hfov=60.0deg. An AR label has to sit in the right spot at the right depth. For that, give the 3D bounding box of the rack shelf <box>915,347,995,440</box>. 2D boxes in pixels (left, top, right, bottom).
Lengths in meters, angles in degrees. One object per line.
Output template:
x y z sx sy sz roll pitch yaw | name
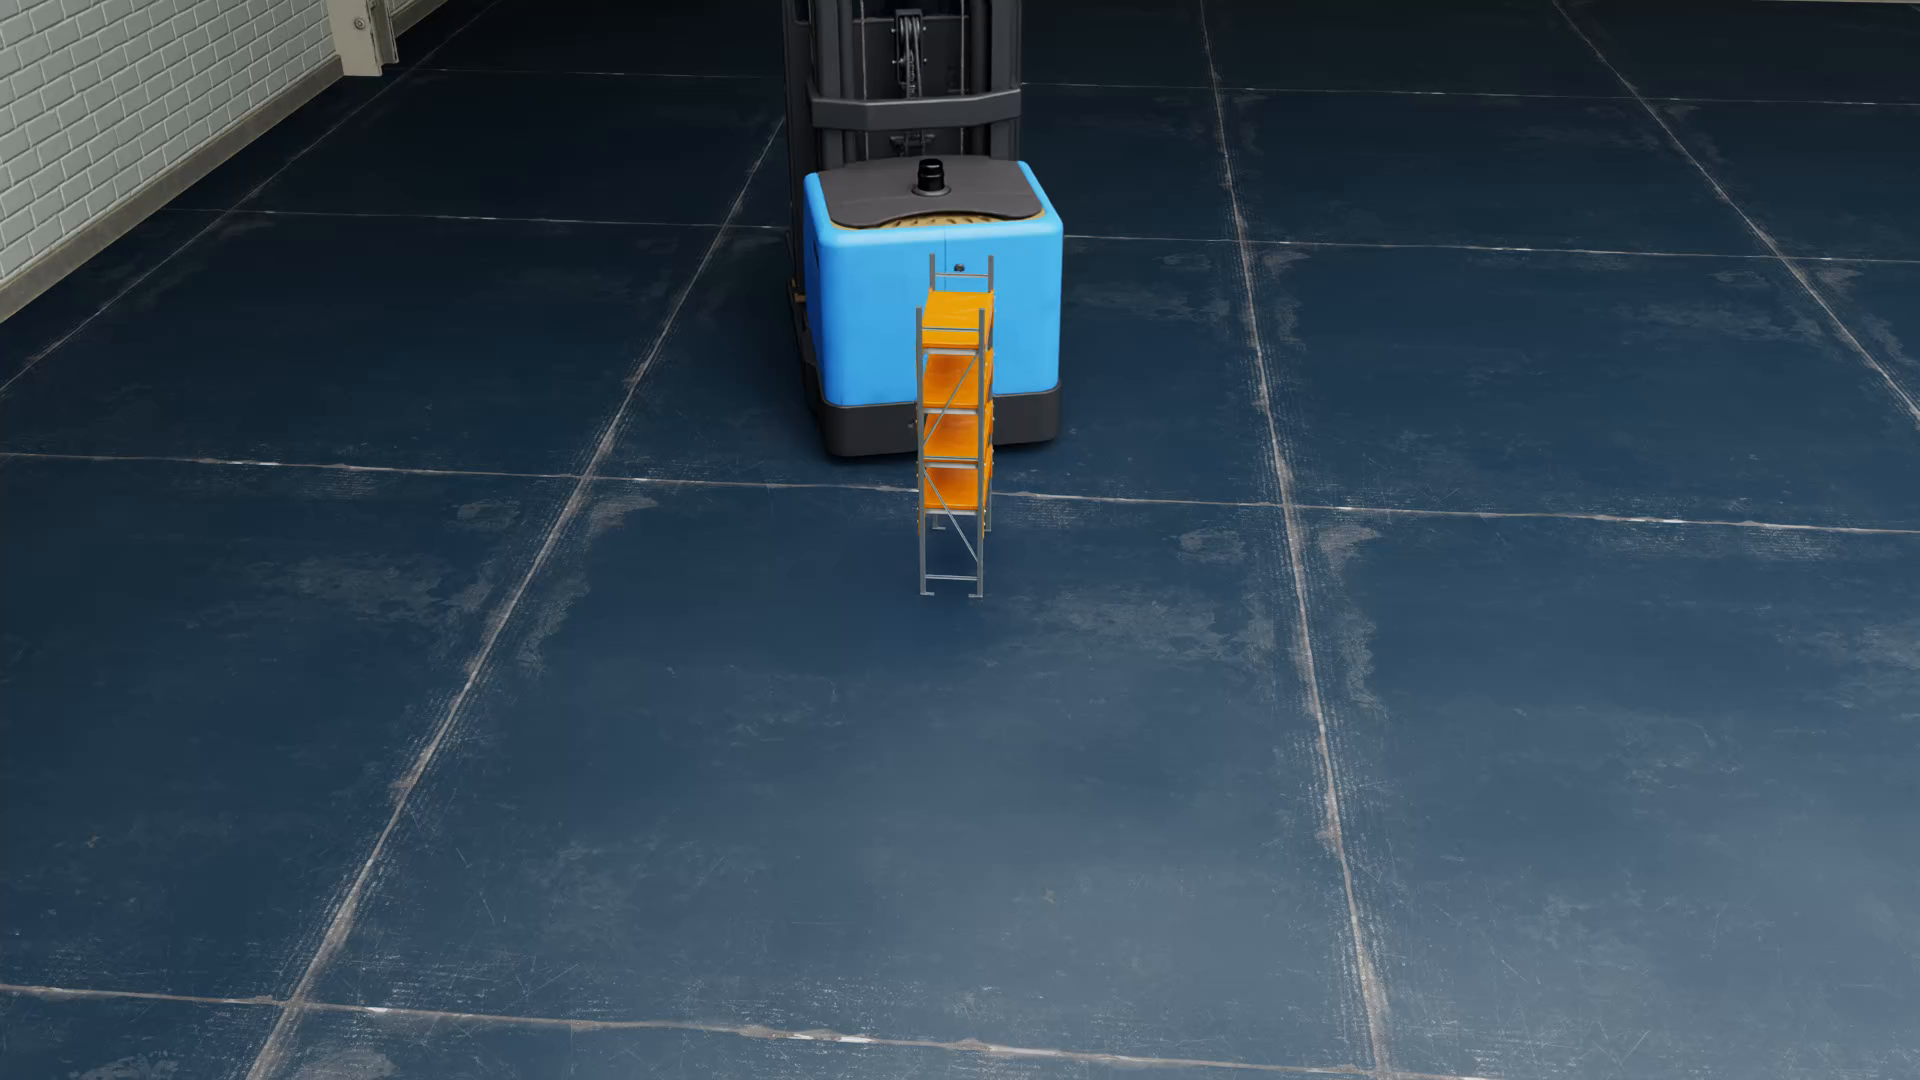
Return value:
-0.013 -0.557 6.213 0.258 0.148 0.480 2 32 4 | rack shelf

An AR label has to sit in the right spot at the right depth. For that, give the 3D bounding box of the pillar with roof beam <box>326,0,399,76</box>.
-0.150 -7.198 9.853 9.100 9.000 0.400 2 32 4 | pillar with roof beam

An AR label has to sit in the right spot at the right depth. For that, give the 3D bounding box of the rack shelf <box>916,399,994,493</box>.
-0.013 -0.367 6.330 0.258 0.148 0.480 2 32 4 | rack shelf

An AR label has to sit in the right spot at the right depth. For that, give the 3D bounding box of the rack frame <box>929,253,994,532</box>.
0.006 -0.552 6.502 0.240 1.200 0.015 2 32 4 | rack frame

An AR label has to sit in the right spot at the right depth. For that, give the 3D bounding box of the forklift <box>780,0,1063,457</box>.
-0.304 -2.367 7.798 1.130 2.935 3.031 -5 32 -8 | forklift

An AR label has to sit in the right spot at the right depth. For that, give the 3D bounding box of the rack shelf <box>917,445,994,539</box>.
-0.013 -0.198 6.434 0.258 0.148 0.480 2 32 4 | rack shelf

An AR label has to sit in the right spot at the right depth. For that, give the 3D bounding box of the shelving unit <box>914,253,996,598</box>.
-0.013 -0.424 6.295 0.258 1.200 0.503 2 32 4 | shelving unit

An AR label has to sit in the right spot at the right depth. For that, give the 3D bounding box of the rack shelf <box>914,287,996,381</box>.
-0.013 -0.759 6.089 0.258 0.148 0.480 2 32 4 | rack shelf

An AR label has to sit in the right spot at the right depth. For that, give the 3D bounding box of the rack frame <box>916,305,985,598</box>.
-0.033 -0.297 6.088 0.240 1.200 0.015 2 32 4 | rack frame
